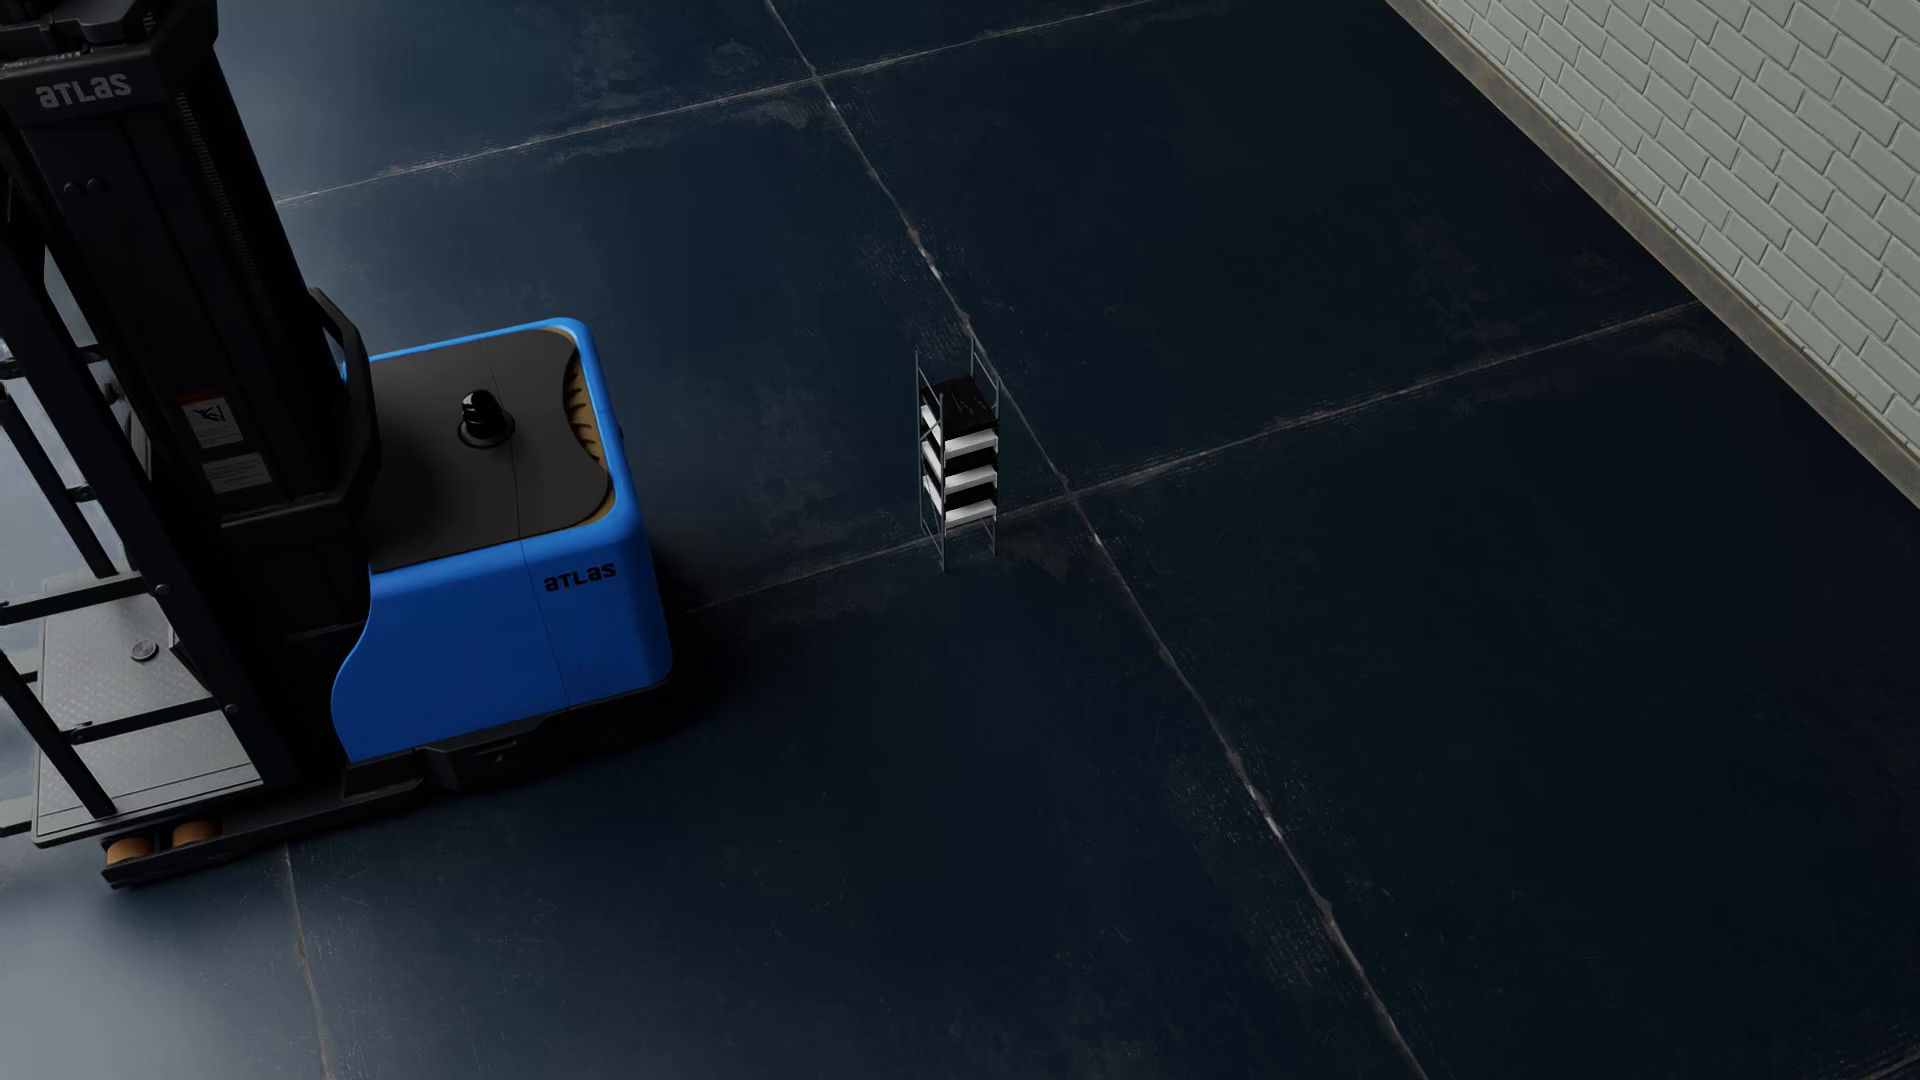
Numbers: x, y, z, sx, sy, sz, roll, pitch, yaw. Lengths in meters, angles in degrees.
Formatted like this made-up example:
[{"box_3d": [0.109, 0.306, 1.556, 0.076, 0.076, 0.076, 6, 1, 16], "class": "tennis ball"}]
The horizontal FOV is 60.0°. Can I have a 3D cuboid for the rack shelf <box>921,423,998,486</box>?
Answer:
[{"box_3d": [-0.008, -0.328, 5.864, 0.200, 0.077, 0.258, -17, 52, -14], "class": "rack shelf"}]

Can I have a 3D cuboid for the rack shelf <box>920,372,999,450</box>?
[{"box_3d": [-0.008, -0.445, 5.727, 0.200, 0.077, 0.258, -17, 52, -14], "class": "rack shelf"}]

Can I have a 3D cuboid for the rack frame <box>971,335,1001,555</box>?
[{"box_3d": [0.087, -0.320, 5.932, 0.006, 0.900, 0.240, -17, 52, -14], "class": "rack frame"}]

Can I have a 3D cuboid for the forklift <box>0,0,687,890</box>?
[{"box_3d": [-2.507, -0.310, 4.585, 3.031, 2.935, 1.130, -14, 51, -12], "class": "forklift"}]

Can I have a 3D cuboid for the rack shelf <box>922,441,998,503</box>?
[{"box_3d": [-0.008, -0.269, 5.932, 0.200, 0.077, 0.258, -17, 52, -14], "class": "rack shelf"}]

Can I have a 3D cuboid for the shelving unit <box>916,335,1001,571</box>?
[{"box_3d": [-0.008, -0.291, 5.907, 0.210, 0.900, 0.258, -17, 52, -14], "class": "shelving unit"}]

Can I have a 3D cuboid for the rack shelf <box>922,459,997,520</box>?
[{"box_3d": [-0.008, -0.211, 6.000, 0.200, 0.077, 0.258, -17, 52, -14], "class": "rack shelf"}]

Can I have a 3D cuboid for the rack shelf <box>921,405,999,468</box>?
[{"box_3d": [-0.008, -0.386, 5.795, 0.200, 0.077, 0.258, -17, 52, -14], "class": "rack shelf"}]

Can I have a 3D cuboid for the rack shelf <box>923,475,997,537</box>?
[{"box_3d": [-0.008, -0.152, 6.068, 0.200, 0.077, 0.258, -17, 52, -14], "class": "rack shelf"}]

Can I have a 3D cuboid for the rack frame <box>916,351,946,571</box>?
[{"box_3d": [-0.102, -0.262, 5.882, 0.006, 0.900, 0.240, -17, 52, -14], "class": "rack frame"}]
